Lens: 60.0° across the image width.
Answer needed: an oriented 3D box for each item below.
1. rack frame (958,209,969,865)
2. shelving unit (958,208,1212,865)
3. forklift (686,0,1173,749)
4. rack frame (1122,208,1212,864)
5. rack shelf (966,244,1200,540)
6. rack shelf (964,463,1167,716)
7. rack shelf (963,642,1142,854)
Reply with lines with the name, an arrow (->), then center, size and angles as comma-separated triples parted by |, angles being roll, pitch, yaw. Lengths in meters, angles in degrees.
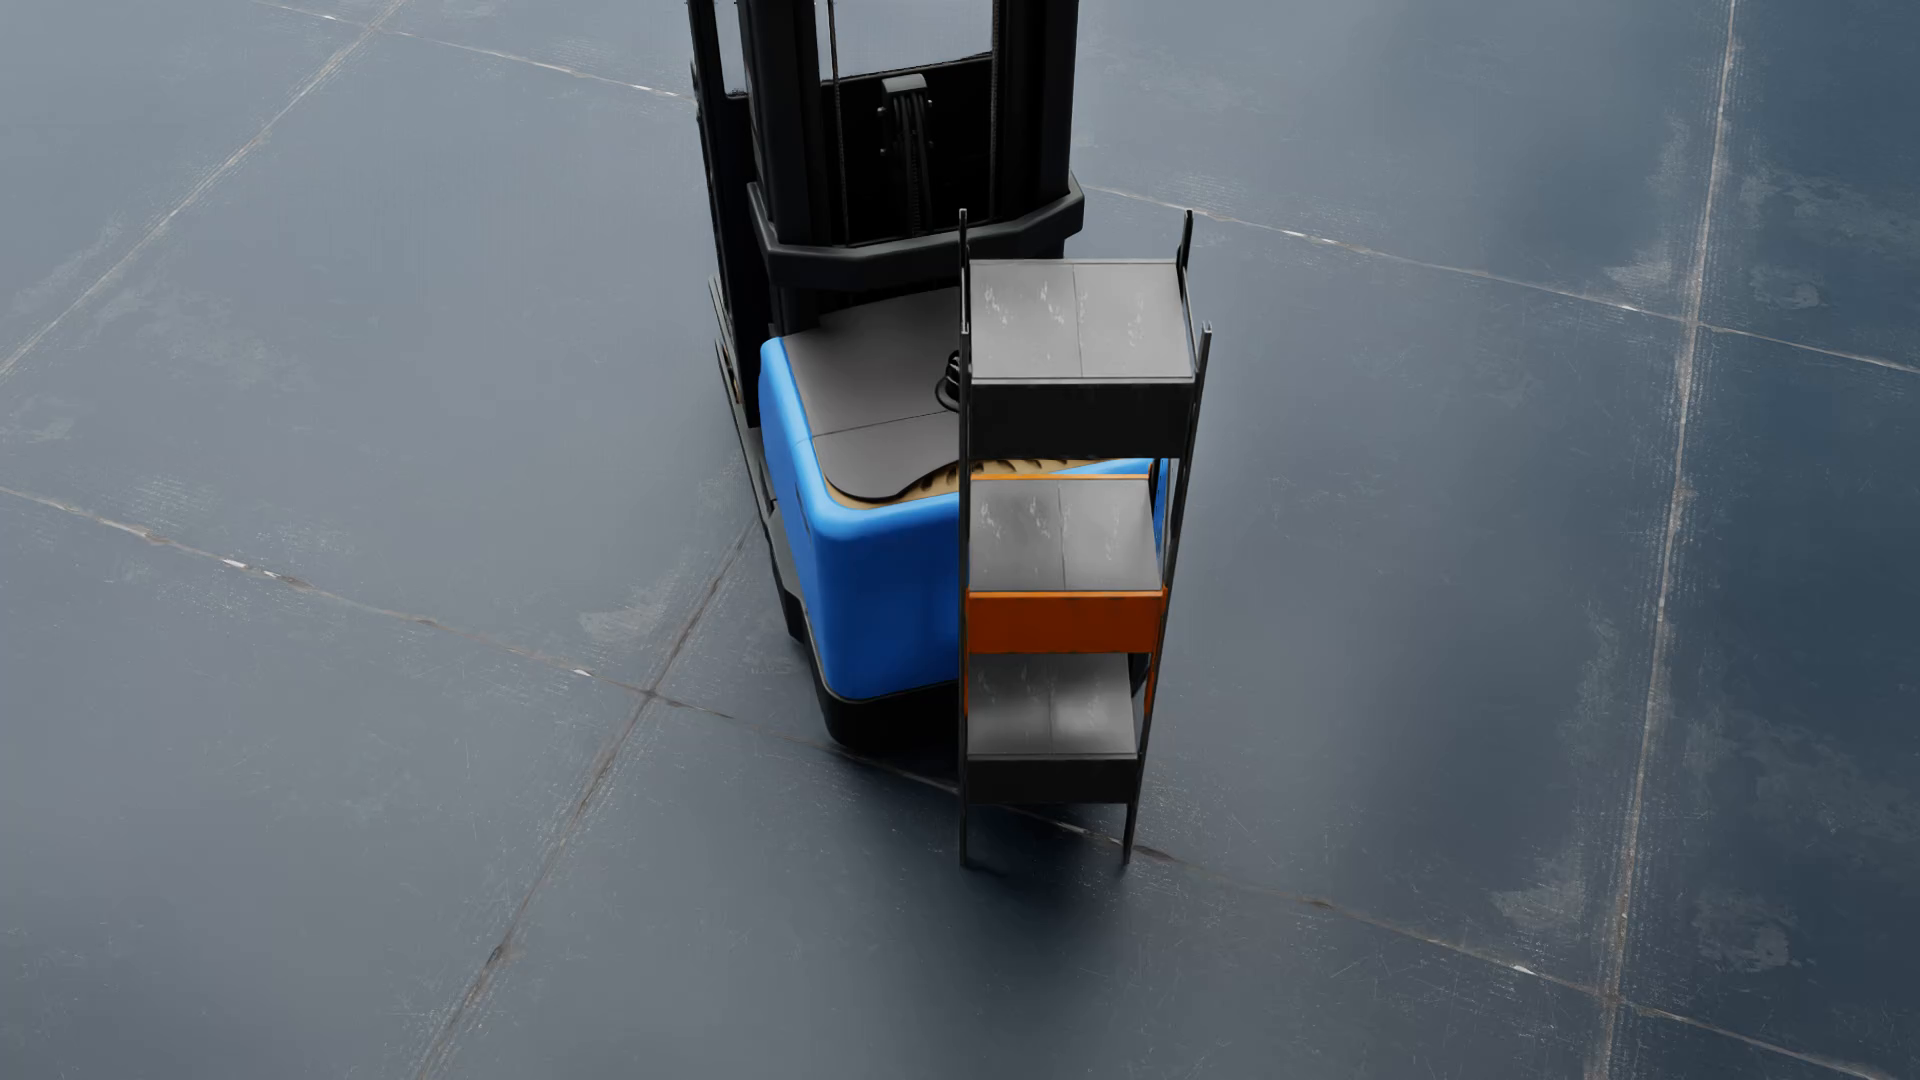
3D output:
rack frame -> 0.006, 0.123, 4.252 | 0.015, 2.100, 0.400 | 0, 49, 0
shelving unit -> 0.250, 0.122, 4.254 | 0.503, 2.100, 0.431 | 0, 49, 0
forklift -> -0.281, -1.462, 5.078 | 1.130, 2.935, 3.031 | -12, 50, -10
rack frame -> 0.494, 0.121, 4.256 | 0.015, 2.100, 0.400 | 0, 49, 0
rack shelf -> 0.251, -0.327, 3.735 | 0.480, 0.518, 0.431 | 0, 49, 0
rack shelf -> 0.250, 0.131, 4.264 | 0.480, 0.518, 0.431 | 0, 49, 0
rack shelf -> 0.248, 0.589, 4.793 | 0.480, 0.518, 0.431 | 0, 49, 0
